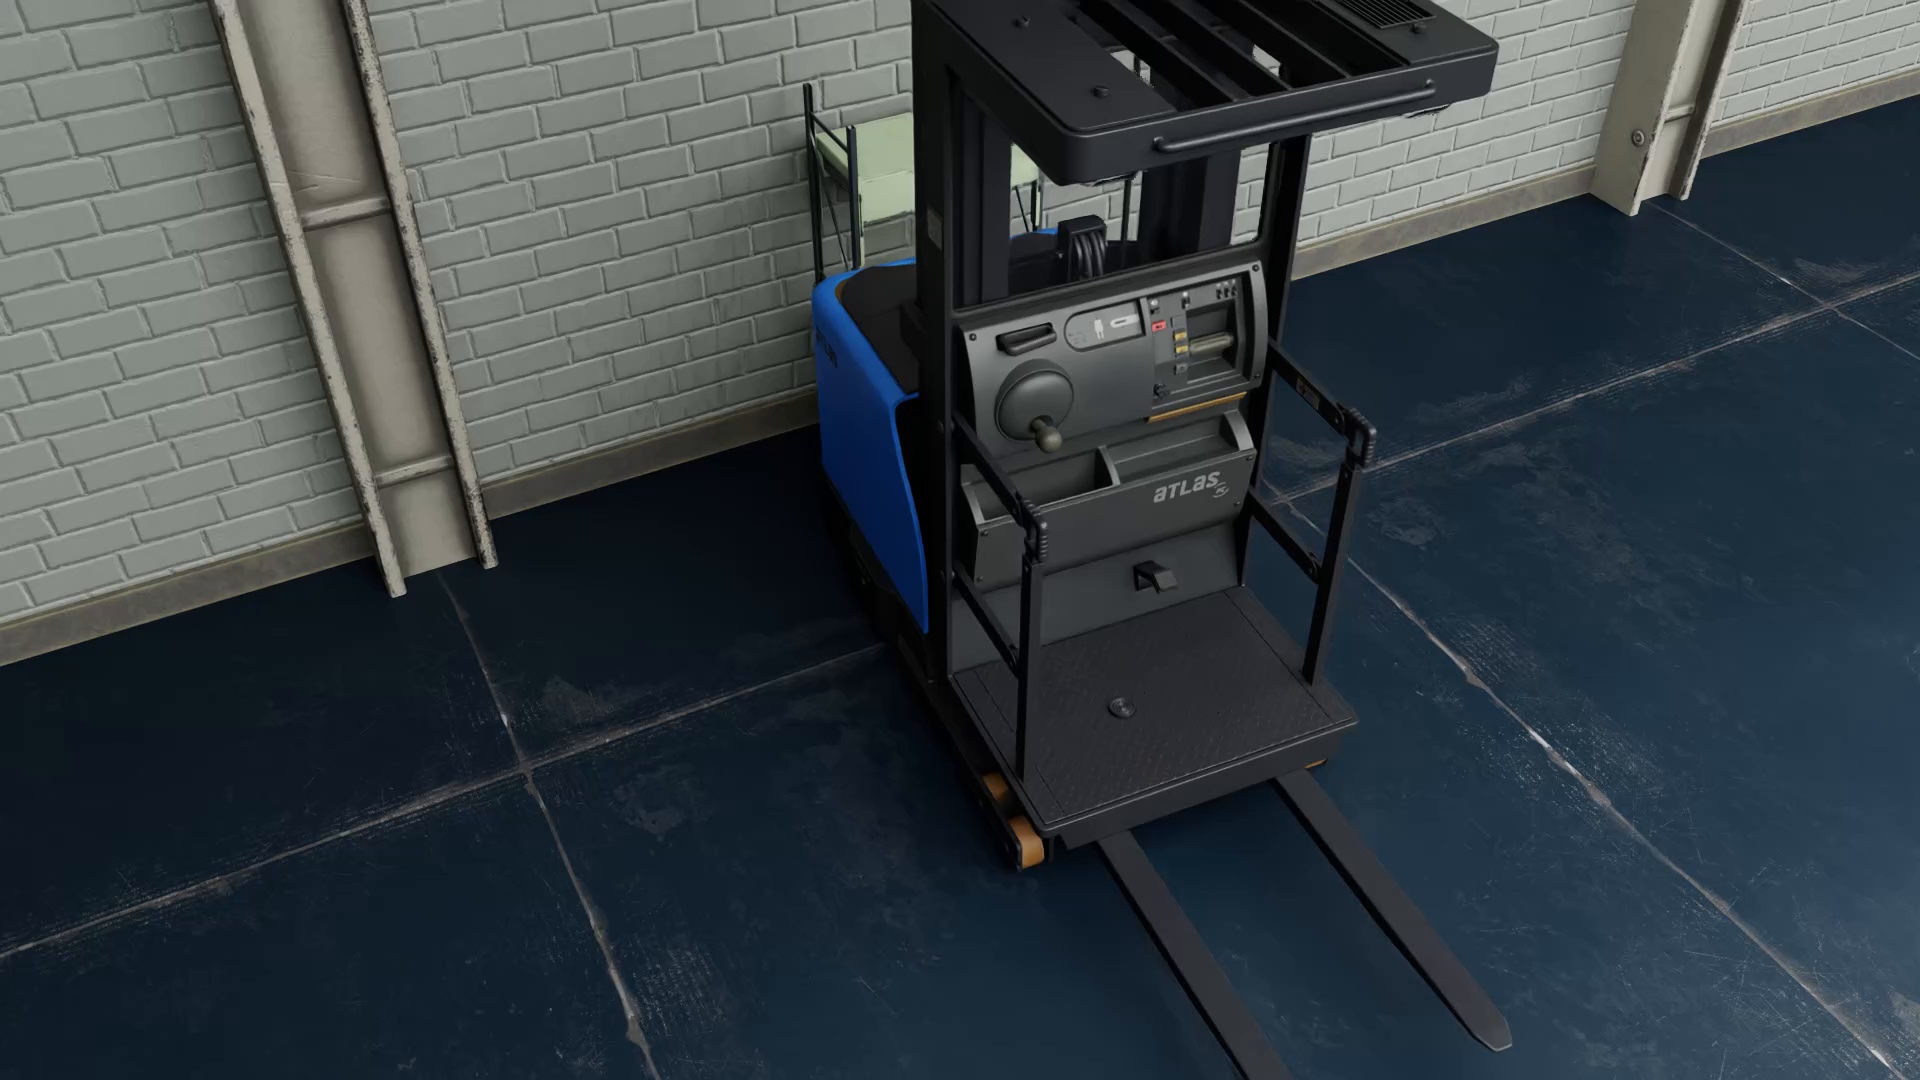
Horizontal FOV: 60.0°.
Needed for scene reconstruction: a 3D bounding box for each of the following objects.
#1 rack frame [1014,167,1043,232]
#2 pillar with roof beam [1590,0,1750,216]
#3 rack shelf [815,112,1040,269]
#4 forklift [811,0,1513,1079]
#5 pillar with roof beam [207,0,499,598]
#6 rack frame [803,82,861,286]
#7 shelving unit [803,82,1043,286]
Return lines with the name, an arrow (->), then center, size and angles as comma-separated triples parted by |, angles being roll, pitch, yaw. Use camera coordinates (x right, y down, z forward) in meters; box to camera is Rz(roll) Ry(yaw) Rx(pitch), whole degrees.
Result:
rack frame -> 0.201, -1.131, 6.425 | 0.023, 1.500, 0.400 | -19, 44, -21
pillar with roof beam -> 5.361, -2.696, 2.469 | 0.400, 9.000, 9.100 | -19, 44, -21
rack shelf -> -0.124, -1.319, 6.044 | 0.720, 0.370, 0.431 | -19, 44, -21
forklift -> 0.535, -0.439, 4.500 | 1.130, 2.935, 3.031 | -16, 43, -18
pillar with roof beam -> 0.040, -0.905, 0.354 | 0.400, 9.000, 9.100 | -19, 44, -21
rack frame -> -0.448, -0.912, 6.167 | 0.023, 1.500, 0.400 | -19, 44, -21
shelving unit -> -0.124, -1.021, 6.296 | 0.755, 1.500, 0.431 | -19, 44, -21
